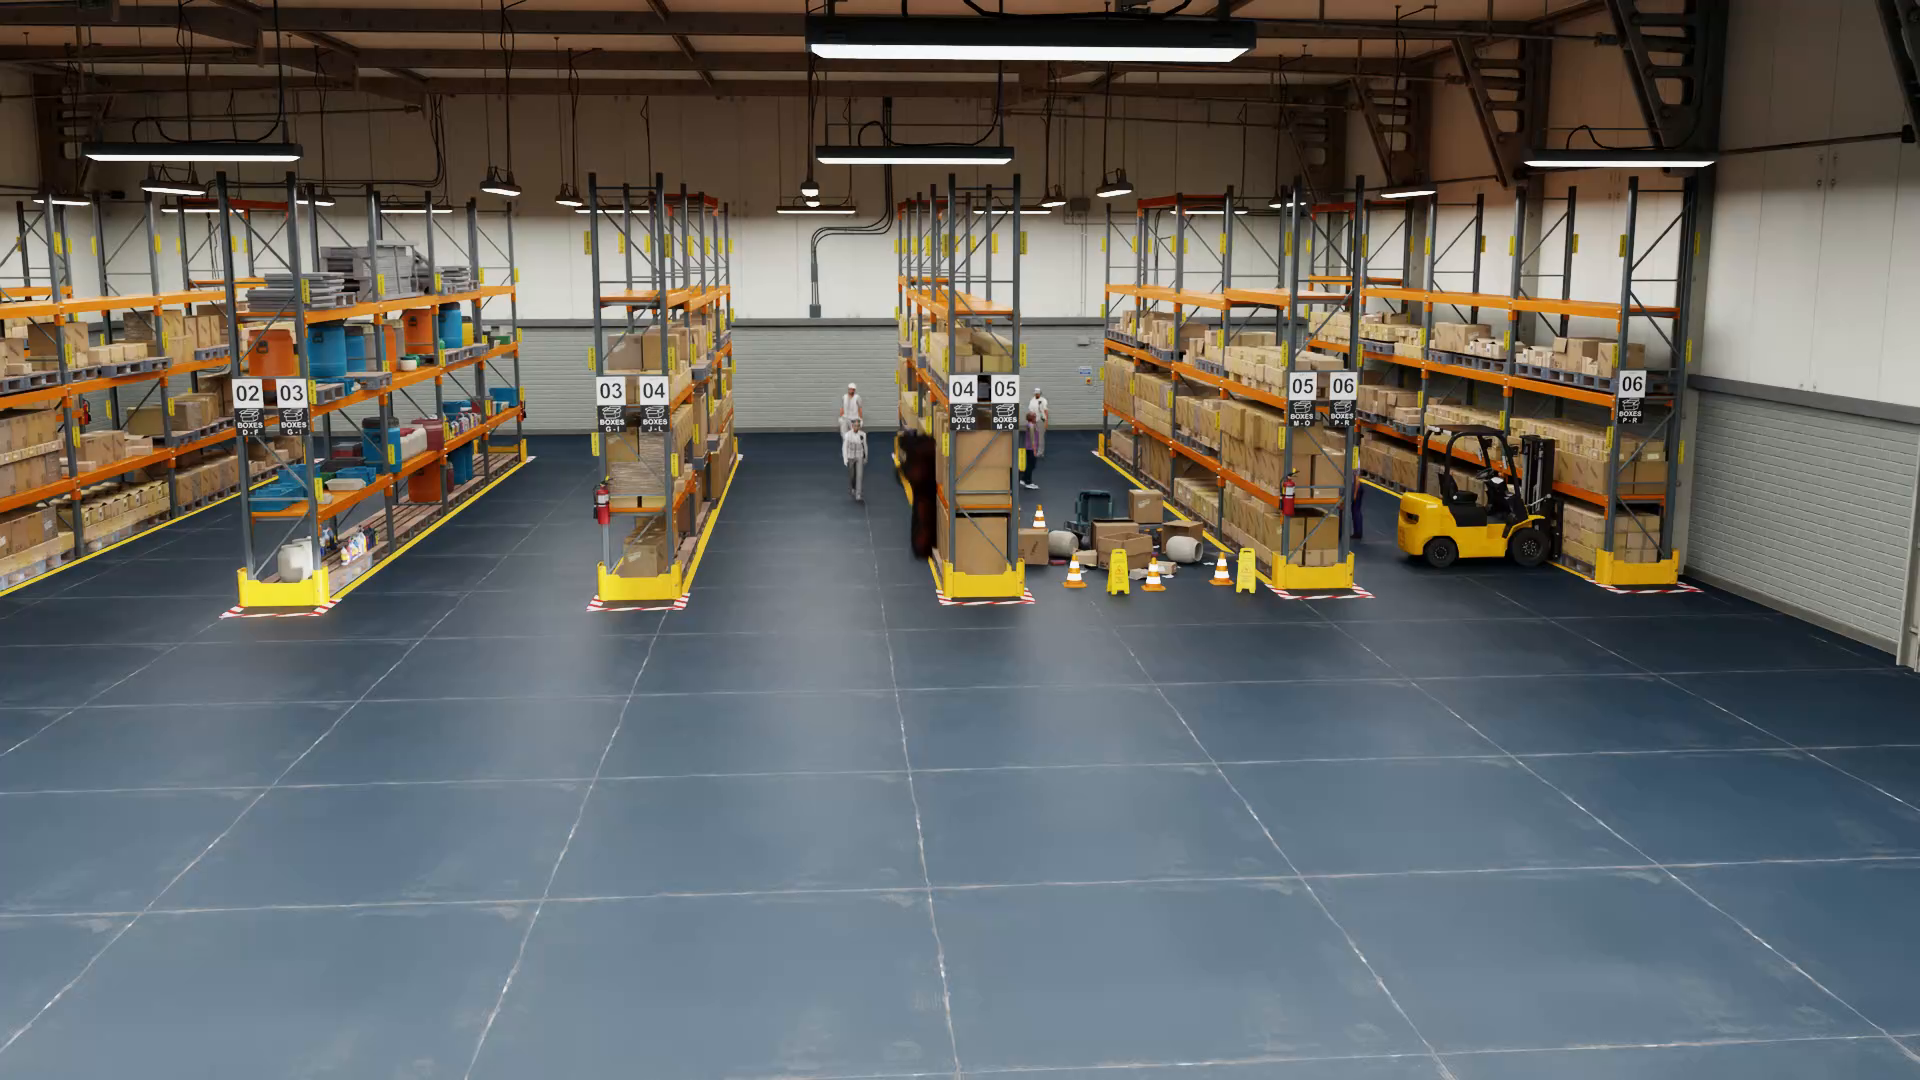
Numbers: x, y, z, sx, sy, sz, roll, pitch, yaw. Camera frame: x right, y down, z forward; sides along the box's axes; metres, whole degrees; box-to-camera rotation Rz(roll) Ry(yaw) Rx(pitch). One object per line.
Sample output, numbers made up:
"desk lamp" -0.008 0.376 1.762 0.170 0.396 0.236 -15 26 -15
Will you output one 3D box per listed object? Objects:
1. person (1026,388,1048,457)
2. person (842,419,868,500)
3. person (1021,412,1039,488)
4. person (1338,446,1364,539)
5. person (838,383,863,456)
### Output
"person" 1.867 -2.824 40.003 0.398 1.697 0.547 -8 13 -37
"person" -2.097 -1.628 33.252 0.499 1.616 0.963 0 10 1
"person" 1.455 -1.886 34.746 0.357 1.602 0.470 -1 10 -6
"person" 6.696 -0.837 28.743 0.583 1.649 0.493 6 11 29
"person" -2.638 -2.902 40.026 0.630 1.758 0.621 7 12 34
